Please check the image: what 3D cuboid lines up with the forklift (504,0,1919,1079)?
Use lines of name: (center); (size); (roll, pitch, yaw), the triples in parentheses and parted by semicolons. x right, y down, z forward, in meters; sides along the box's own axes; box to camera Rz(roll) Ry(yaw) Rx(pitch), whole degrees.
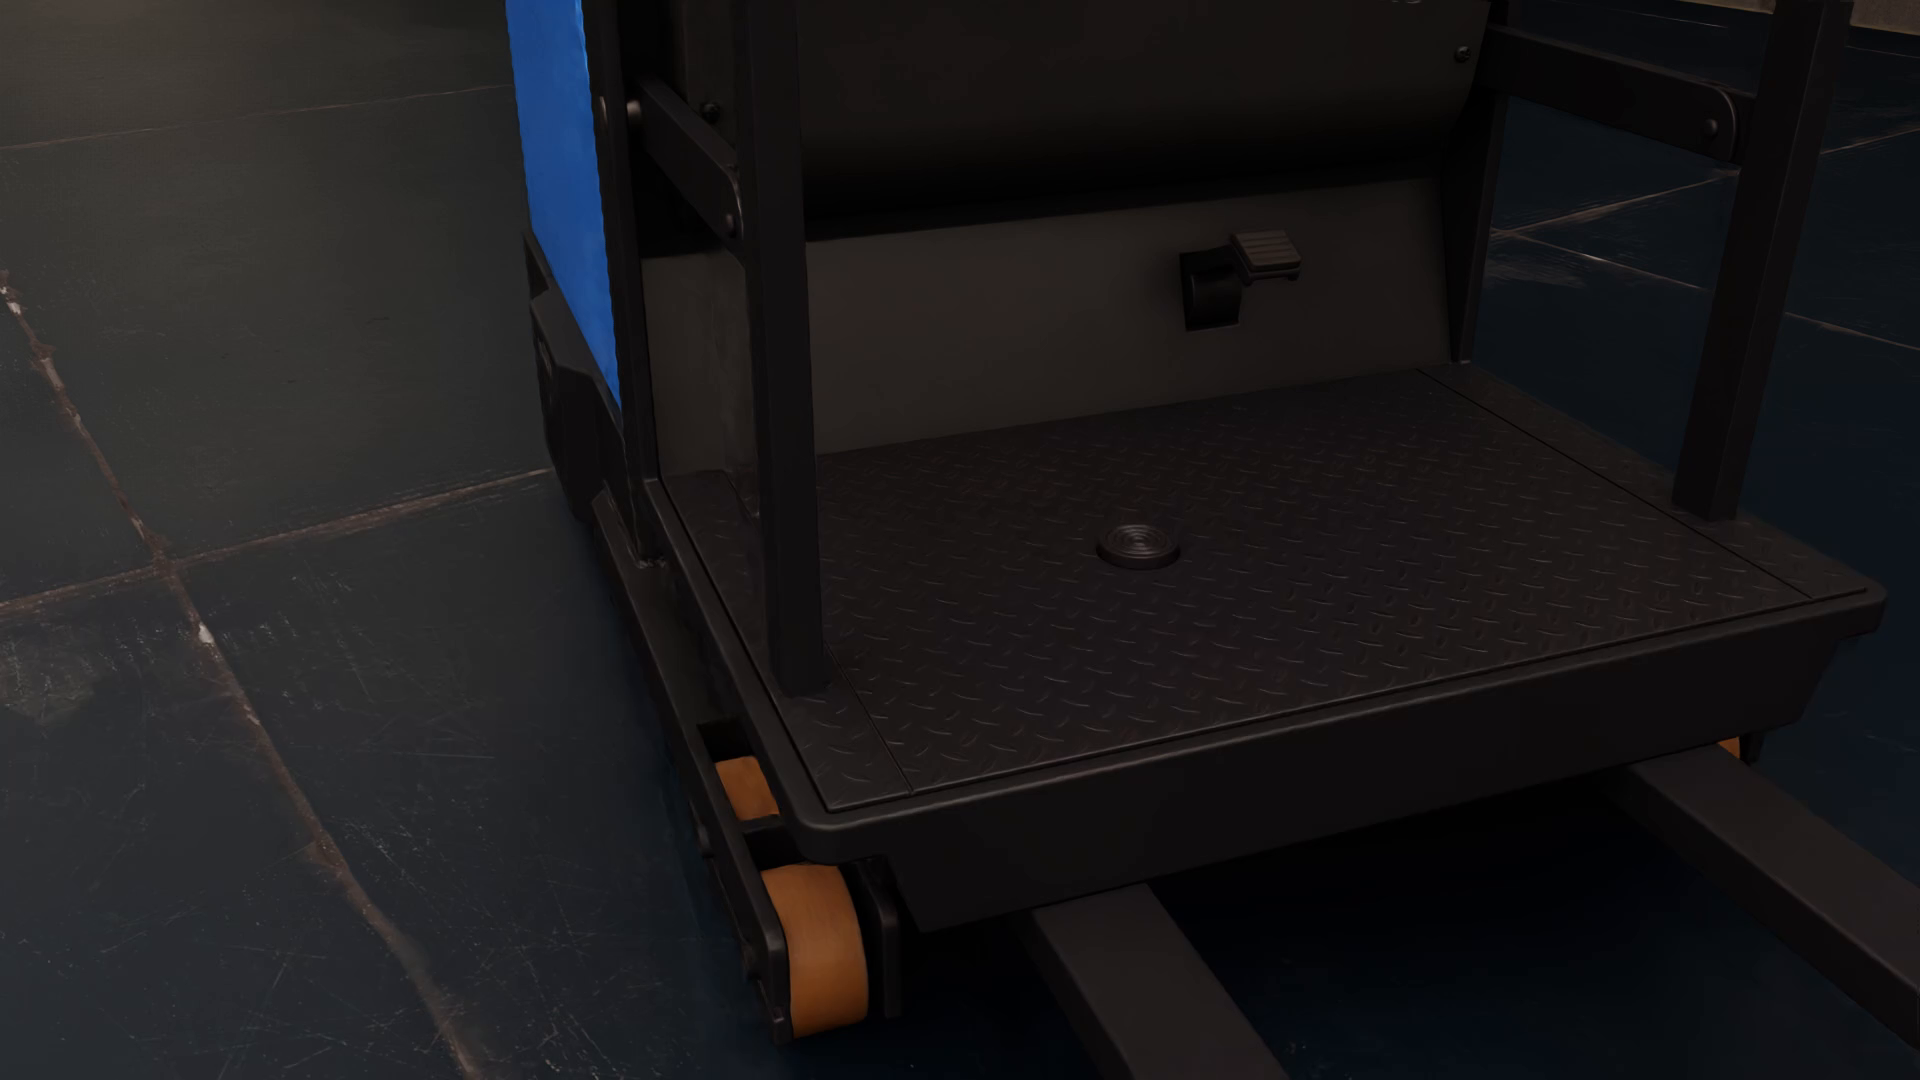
forklift: (0.228, -1.053, 1.330); (1.130, 2.935, 3.031); (-9, 28, -18)
